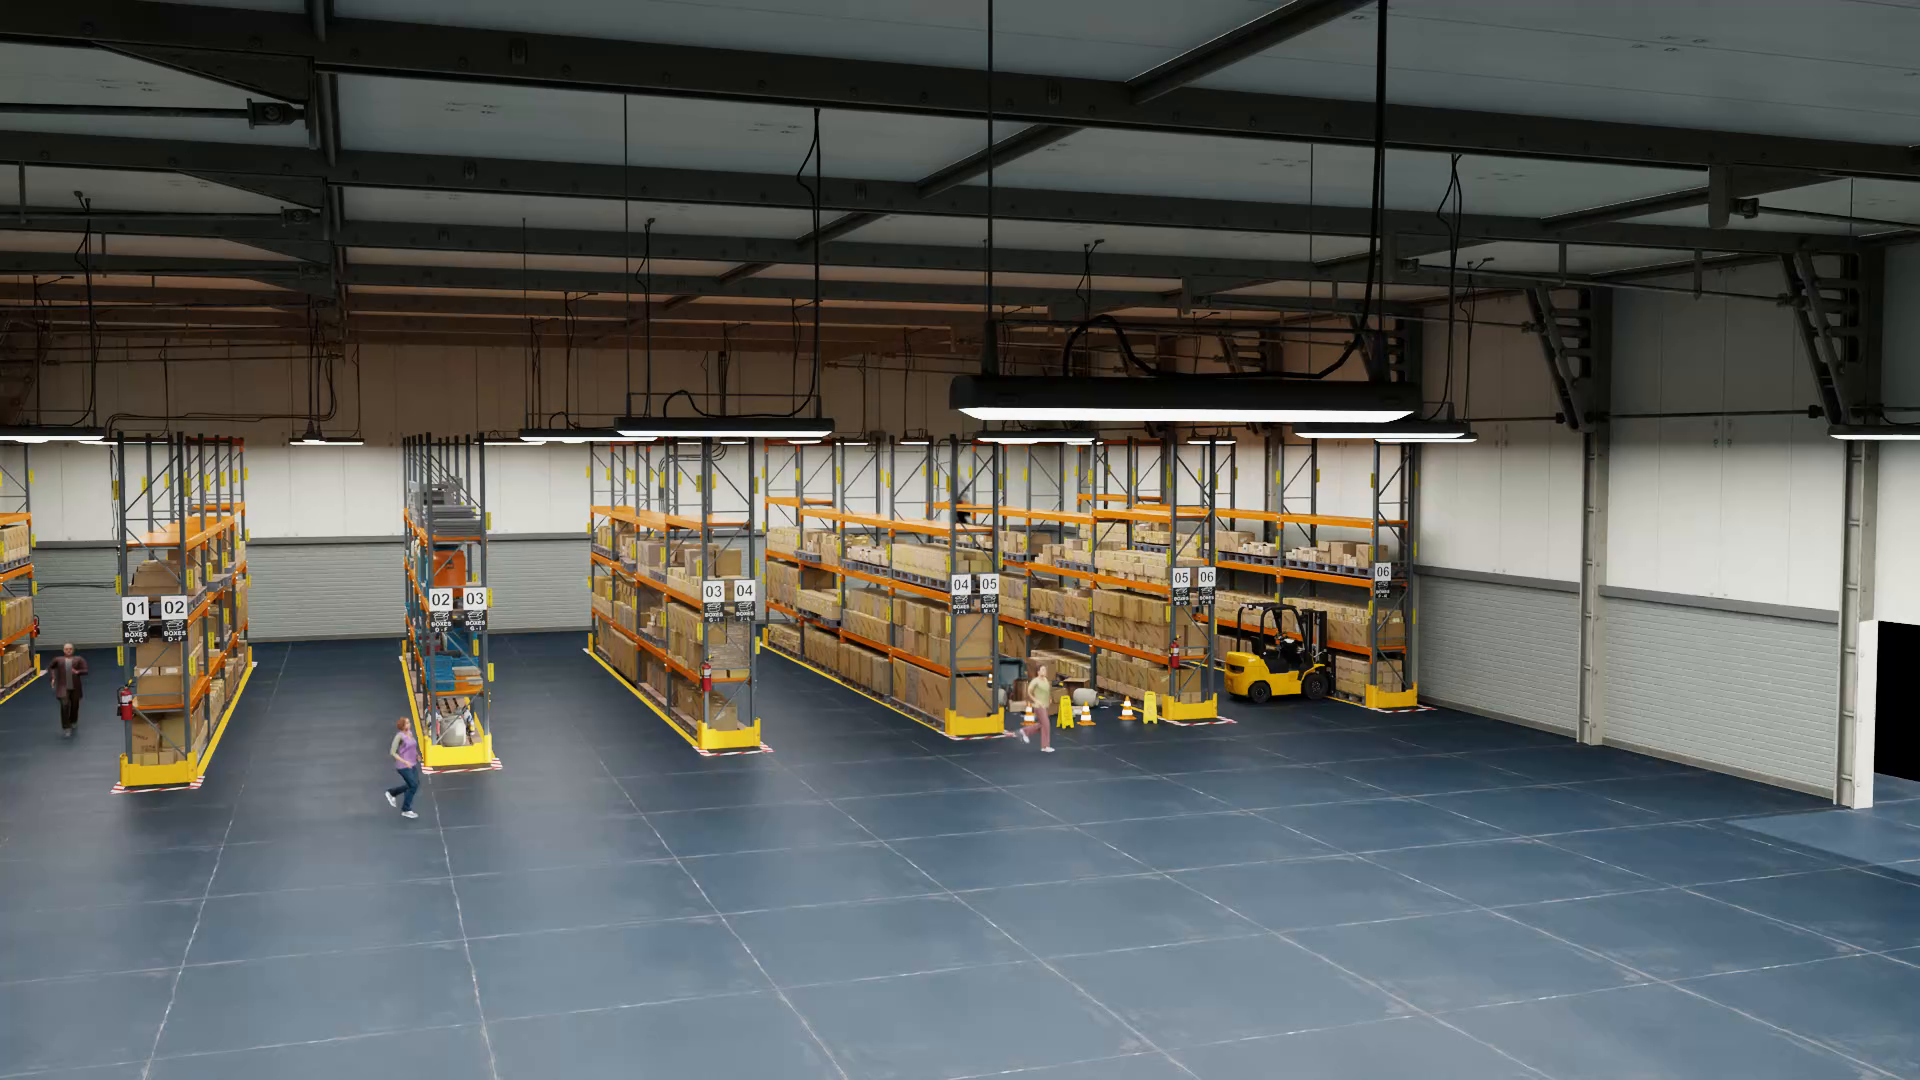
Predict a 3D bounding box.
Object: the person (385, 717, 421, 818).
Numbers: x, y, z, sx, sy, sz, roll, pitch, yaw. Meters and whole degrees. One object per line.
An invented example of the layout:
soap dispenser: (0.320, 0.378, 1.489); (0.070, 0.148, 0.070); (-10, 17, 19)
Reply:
person: (-8.673, 3.520, 25.832); (0.548, 1.571, 0.542); (1, 3, 10)

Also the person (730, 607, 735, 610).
person: (-6.307, 2.280, 46.469); (0.702, 1.780, 0.668); (-1, 3, -24)

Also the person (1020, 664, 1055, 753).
person: (1.464, 3.150, 31.356); (0.765, 1.658, 0.577); (2, 4, 35)

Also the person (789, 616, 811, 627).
person: (-4.853, 2.076, 49.702); (0.989, 1.788, 0.670); (-1, 3, -21)

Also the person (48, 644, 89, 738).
person: (-17.783, 2.971, 33.204); (0.686, 1.809, 0.988); (-2, 4, -32)
